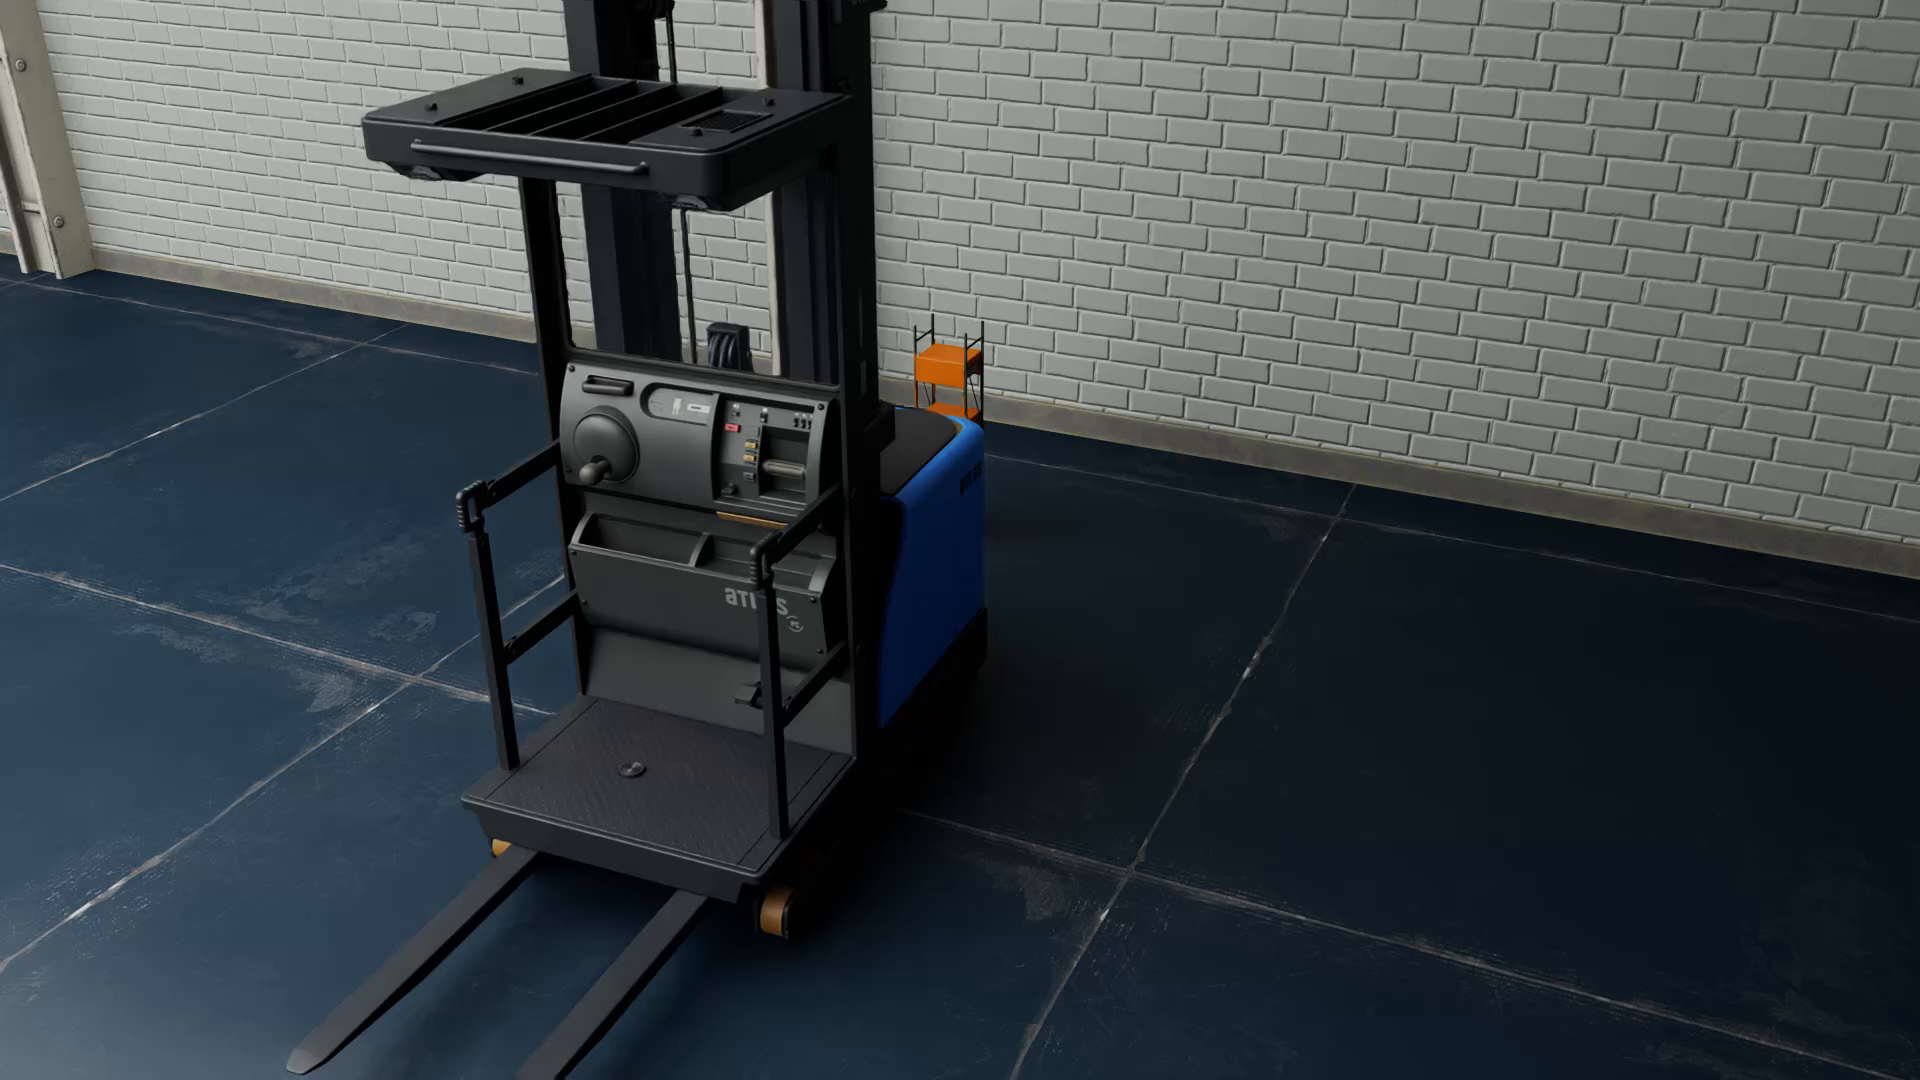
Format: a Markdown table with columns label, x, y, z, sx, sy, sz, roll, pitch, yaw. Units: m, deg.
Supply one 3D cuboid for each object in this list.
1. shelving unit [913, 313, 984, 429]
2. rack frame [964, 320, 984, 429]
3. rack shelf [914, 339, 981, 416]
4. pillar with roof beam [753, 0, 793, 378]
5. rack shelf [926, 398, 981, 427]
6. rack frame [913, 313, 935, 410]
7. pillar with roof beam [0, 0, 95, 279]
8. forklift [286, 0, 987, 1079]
| label | x | y | z | sx | sy | sz | roll | pitch | yaw |
| --- | --- | --- | --- | --- | --- | --- | --- | --- | --- |
| shelving unit | -0.049 | -0.481 | 7.538 | 0.252 | 1.050 | 0.215 | 11 | 28 | 22 |
| rack frame | 0.062 | -0.458 | 7.493 | 0.008 | 1.050 | 0.200 | 11 | 28 | 22 |
| rack shelf | -0.049 | -0.726 | 7.417 | 0.240 | 0.259 | 0.215 | 11 | 28 | 22 |
| pillar with roof beam | -2.578 | -3.089 | 3.837 | 0.400 | 9.000 | 9.100 | 11 | 28 | 22 |
| rack shelf | -0.049 | -0.471 | 7.543 | 0.240 | 0.259 | 0.215 | 11 | 28 | 22 |
| rack frame | -0.160 | -0.503 | 7.583 | 0.008 | 1.050 | 0.200 | 11 | 28 | 22 |
| pillar with roof beam | -8.040 | -4.186 | 6.065 | 0.400 | 9.000 | 9.100 | 11 | 28 | 22 |
| forklift | -0.914 | -0.281 | 5.001 | 1.130 | 2.935 | 3.031 | 10 | 28 | 20 |
